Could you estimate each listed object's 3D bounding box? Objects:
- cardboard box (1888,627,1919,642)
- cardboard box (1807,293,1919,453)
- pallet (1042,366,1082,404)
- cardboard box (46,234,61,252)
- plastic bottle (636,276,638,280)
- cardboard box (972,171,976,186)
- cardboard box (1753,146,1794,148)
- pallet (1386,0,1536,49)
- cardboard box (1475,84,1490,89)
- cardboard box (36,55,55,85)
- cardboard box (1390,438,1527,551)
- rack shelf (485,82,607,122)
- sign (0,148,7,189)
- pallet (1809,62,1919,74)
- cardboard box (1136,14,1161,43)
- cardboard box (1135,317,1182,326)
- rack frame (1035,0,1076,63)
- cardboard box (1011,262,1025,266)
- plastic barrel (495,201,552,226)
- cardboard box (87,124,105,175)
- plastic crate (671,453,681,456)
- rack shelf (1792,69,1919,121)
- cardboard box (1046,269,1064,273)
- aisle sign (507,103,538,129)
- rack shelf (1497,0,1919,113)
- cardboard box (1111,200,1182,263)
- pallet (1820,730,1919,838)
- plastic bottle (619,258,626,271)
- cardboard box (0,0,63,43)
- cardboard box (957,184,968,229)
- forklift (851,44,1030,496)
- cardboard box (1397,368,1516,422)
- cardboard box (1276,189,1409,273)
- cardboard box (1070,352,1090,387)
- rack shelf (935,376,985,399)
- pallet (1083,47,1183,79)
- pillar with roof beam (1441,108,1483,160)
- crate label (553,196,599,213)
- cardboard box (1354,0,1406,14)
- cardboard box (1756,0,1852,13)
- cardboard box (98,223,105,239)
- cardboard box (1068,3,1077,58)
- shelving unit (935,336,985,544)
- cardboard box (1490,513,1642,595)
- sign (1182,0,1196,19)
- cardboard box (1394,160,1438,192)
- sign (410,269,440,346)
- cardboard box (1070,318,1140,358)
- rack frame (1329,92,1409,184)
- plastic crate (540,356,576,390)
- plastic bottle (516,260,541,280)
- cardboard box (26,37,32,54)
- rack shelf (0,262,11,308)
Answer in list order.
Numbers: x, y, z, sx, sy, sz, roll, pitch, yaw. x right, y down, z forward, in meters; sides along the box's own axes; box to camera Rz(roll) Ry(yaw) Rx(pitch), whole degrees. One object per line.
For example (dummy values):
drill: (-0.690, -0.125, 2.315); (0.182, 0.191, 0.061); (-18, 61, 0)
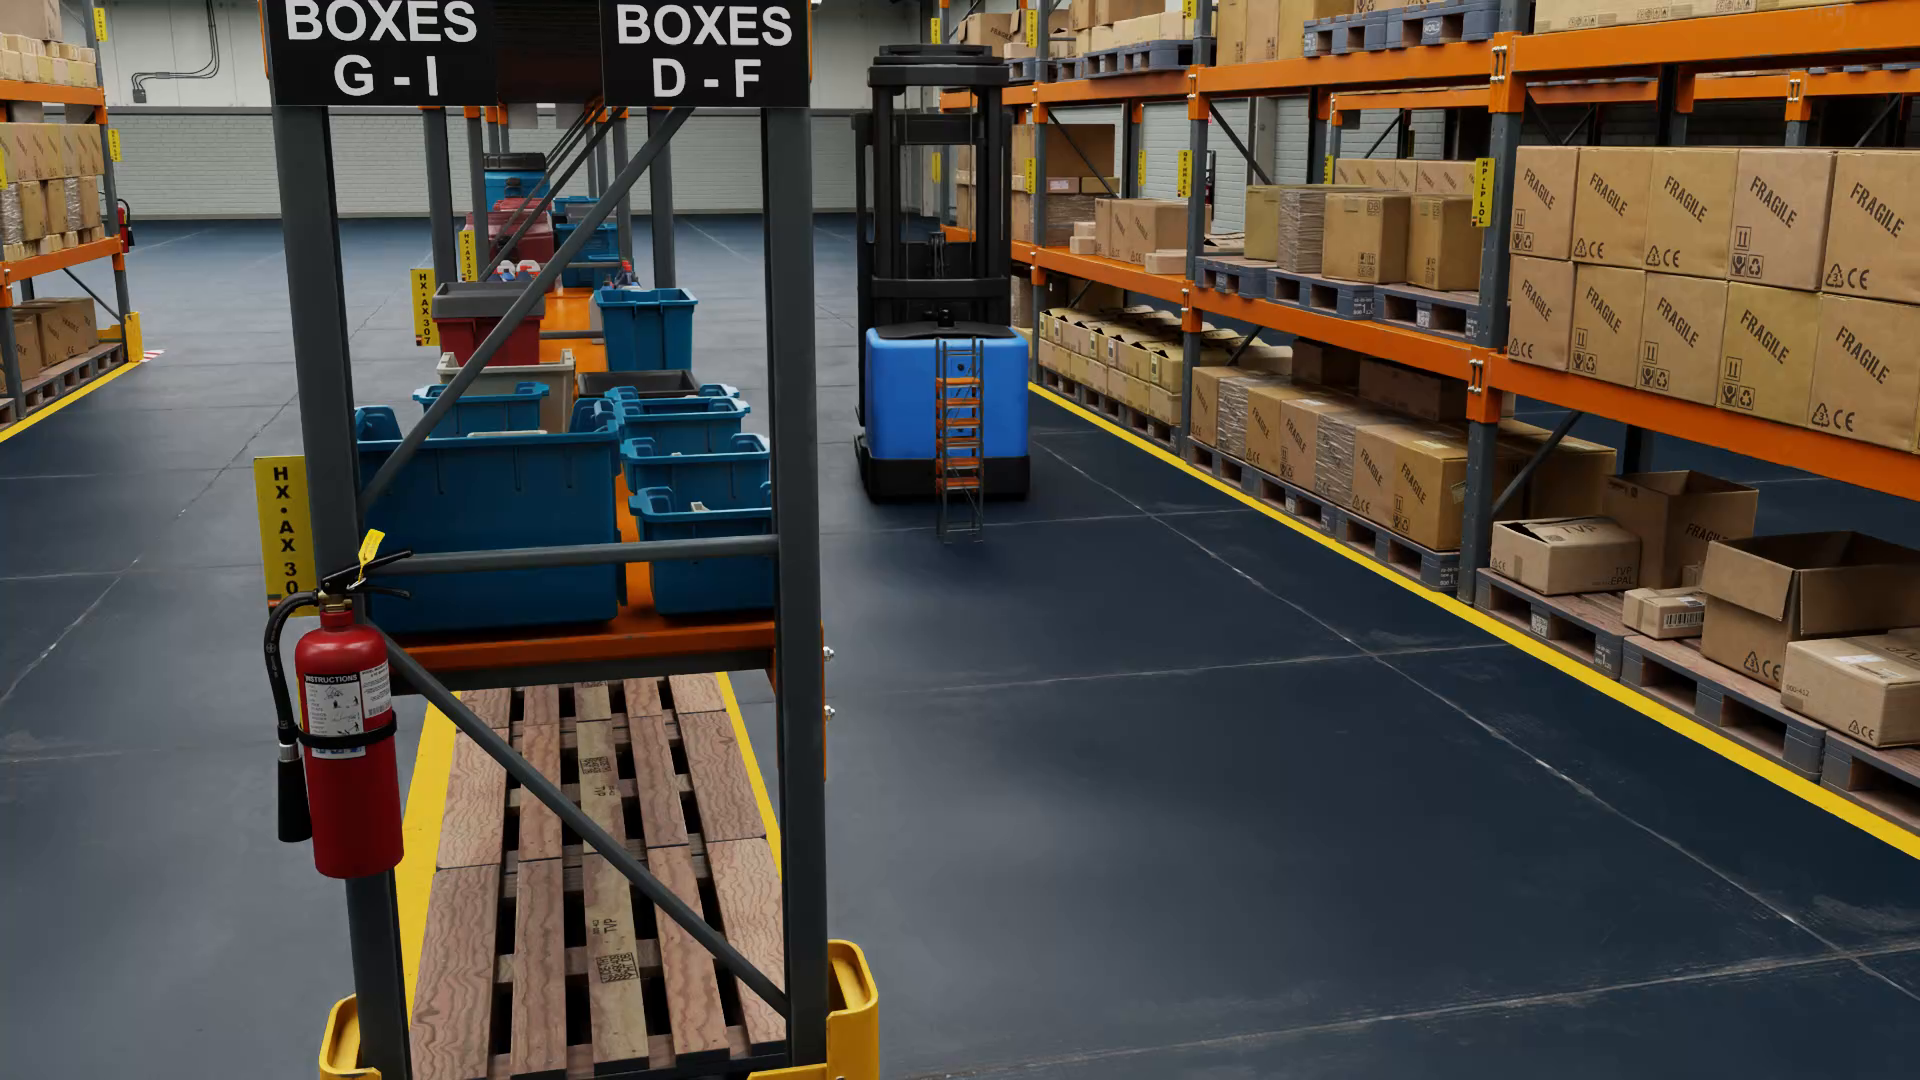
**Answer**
cardboard box: (3.934, 0.515, 6.367); (0.500, 0.250, 0.500); (-3, 14, -13)
cardboard box: (3.414, -0.607, 5.881); (0.500, 0.500, 0.500); (-3, 14, -13)
pallet: (1.413, -1.481, 15.546); (1.003, 0.211, 1.213); (-3, 14, -13)
cardboard box: (-8.551, -2.742, 15.360); (0.380, 0.149, 0.250); (-3, 14, -13)
plastic bottle: (-1.821, -1.342, 9.347); (0.061, 0.283, 0.133); (-3, 14, -13)
cardboard box: (0.325, -4.011, 18.447); (0.380, 0.149, 0.250); (-4, 14, -14)
cardboard box: (3.574, -1.472, 7.315); (0.500, 0.500, 0.500); (-4, 14, -14)
pallet: (2.996, -2.678, 8.646); (1.213, 0.211, 1.003); (-3, 14, -13)
cardboard box: (5.657, -4.899, 17.088); (0.500, 0.500, 0.500); (-3, 14, -12)
cardboard box: (-8.652, -4.313, 15.256); (0.500, 0.250, 0.500); (-4, 14, -14)
cardboard box: (2.687, -0.255, 8.992); (0.500, 0.500, 0.500); (-3, 14, -13)
rack shelf: (-3.144, -3.375, 12.616); (1.077, 0.370, 4.000); (-3, 14, -13)
sign: (-7.889, -3.047, 13.638); (0.100, 0.325, 0.005); (-3, 14, -13)
pallet: (7.159, -3.578, 12.329); (1.213, 0.211, 1.003); (-3, 14, -11)
cardboard box: (1.716, -4.023, 13.186); (0.500, 0.250, 0.500); (-4, 14, -14)
cardboard box: (1.819, -1.832, 14.833); (0.500, 0.311, 0.500); (-3, 14, -13)
rack frame: (1.202, -5.918, 15.190); (1.000, 3.000, 0.127); (-3, 14, -13)
cardboard box: (0.422, -2.793, 18.368); (0.500, 0.500, 0.500); (-3, 14, -13)
plastic barrel: (-3.430, -2.392, 13.113); (0.433, 0.535, 0.433); (0, 14, 0)
cardboard box: (-8.998, -3.941, 16.793); (0.500, 0.500, 0.500); (-3, 14, -13)
plastic crate: (-0.687, -0.172, 4.739); (0.250, 0.136, 0.298); (-3, 14, -13)
rack shelf: (7.426, -3.004, 11.099); (1.077, 0.370, 4.000); (-3, 14, -13)
cardboard box: (1.163, -2.591, 17.543); (0.500, 0.500, 0.500); (-3, 14, -13)
aisle sign: (-4.855, -4.914, 18.245); (0.394, 0.787, 0.004); (-3, 14, -13)
rack shelf: (3.551, -1.804, 6.188); (1.077, 0.370, 4.000); (-3, 14, -13)
cardboard box: (1.608, -2.637, 14.190); (0.500, 0.500, 0.500); (-3, 14, -13)
pallet: (3.814, 0.918, 5.726); (1.003, 0.211, 1.213); (-3, 14, -13)
plastic bottle: (-2.164, -1.680, 10.727); (0.061, 0.283, 0.133); (-3, 14, -13)
cardboard box: (-8.757, -4.925, 15.554); (0.500, 0.500, 0.500); (-3, 14, -13)
cardboard box: (0.360, -3.867, 19.223); (0.700, 0.500, 0.500); (-3, 14, -13)
forklift: (-0.208, -2.008, 11.971); (1.130, 2.935, 3.031); (-1, 14, -6)
cardboard box: (2.969, -0.878, 9.960); (0.500, 0.250, 0.500); (-3, 14, -13)
cardboard box: (2.428, -1.973, 10.587); (0.700, 0.500, 0.500); (-1, 14, -3)
cardboard box: (1.299, -1.528, 14.769); (0.500, 0.250, 0.500); (-4, 14, -15)
rack shelf: (-0.003, -0.893, 9.723); (0.258, 0.103, 0.180); (-3, 14, -13)
pallet: (1.630, -3.856, 13.467); (1.003, 0.211, 1.213); (-3, 14, -11)
pillar with roof beam: (1.898, -6.765, 18.654); (9.100, 9.000, 0.400); (-3, 14, -13)
crate label: (-3.858, -3.259, 16.872); (0.502, 0.435, 0.616); (-3, 14, -13)
cardboard box: (2.718, -3.344, 9.669); (0.600, 0.600, 0.600); (-4, 14, -15)
cardboard box: (3.305, -2.070, 6.077); (0.500, 0.250, 0.500); (-3, 14, -13)
cardboard box: (-9.100, -3.199, 17.230); (0.380, 0.149, 0.250); (-3, 14, -13)
cardboard box: (1.340, -4.912, 16.003); (0.500, 0.500, 0.500); (-2, 14, -9)
shelving unit: (-0.003, -0.586, 9.798); (0.258, 1.200, 0.189); (-3, 14, -13)
cardboard box: (2.969, 0.043, 8.169); (0.500, 0.311, 0.500); (-3, 14, -13)
sign: (1.600, -3.799, 11.579); (0.100, 0.325, 0.005); (-3, 14, -13)
cardboard box: (5.251, -4.025, 18.776); (0.500, 0.500, 0.500); (-3, 14, -11)
sign: (-2.270, -0.987, 7.064); (0.100, 0.325, 0.005); (-3, 14, -13)
cardboard box: (1.292, -1.800, 14.702); (0.500, 0.311, 0.500); (-4, 14, -15)
rack frame: (5.077, -4.203, 20.812); (1.000, 3.000, 0.127); (-3, 14, -13)
plastic crate: (-1.764, -0.669, 6.773); (0.396, 0.136, 0.243); (-3, 14, -13)
plastic bottle: (-2.739, -1.636, 10.565); (0.152, 0.276, 0.135); (-3, 14, -13)
cardboard box: (-8.547, -4.421, 14.859); (0.380, 0.149, 0.250); (-4, 14, -14)
rack shelf: (-7.958, -1.642, 11.842); (1.077, 0.370, 4.000); (-3, 14, -13)
